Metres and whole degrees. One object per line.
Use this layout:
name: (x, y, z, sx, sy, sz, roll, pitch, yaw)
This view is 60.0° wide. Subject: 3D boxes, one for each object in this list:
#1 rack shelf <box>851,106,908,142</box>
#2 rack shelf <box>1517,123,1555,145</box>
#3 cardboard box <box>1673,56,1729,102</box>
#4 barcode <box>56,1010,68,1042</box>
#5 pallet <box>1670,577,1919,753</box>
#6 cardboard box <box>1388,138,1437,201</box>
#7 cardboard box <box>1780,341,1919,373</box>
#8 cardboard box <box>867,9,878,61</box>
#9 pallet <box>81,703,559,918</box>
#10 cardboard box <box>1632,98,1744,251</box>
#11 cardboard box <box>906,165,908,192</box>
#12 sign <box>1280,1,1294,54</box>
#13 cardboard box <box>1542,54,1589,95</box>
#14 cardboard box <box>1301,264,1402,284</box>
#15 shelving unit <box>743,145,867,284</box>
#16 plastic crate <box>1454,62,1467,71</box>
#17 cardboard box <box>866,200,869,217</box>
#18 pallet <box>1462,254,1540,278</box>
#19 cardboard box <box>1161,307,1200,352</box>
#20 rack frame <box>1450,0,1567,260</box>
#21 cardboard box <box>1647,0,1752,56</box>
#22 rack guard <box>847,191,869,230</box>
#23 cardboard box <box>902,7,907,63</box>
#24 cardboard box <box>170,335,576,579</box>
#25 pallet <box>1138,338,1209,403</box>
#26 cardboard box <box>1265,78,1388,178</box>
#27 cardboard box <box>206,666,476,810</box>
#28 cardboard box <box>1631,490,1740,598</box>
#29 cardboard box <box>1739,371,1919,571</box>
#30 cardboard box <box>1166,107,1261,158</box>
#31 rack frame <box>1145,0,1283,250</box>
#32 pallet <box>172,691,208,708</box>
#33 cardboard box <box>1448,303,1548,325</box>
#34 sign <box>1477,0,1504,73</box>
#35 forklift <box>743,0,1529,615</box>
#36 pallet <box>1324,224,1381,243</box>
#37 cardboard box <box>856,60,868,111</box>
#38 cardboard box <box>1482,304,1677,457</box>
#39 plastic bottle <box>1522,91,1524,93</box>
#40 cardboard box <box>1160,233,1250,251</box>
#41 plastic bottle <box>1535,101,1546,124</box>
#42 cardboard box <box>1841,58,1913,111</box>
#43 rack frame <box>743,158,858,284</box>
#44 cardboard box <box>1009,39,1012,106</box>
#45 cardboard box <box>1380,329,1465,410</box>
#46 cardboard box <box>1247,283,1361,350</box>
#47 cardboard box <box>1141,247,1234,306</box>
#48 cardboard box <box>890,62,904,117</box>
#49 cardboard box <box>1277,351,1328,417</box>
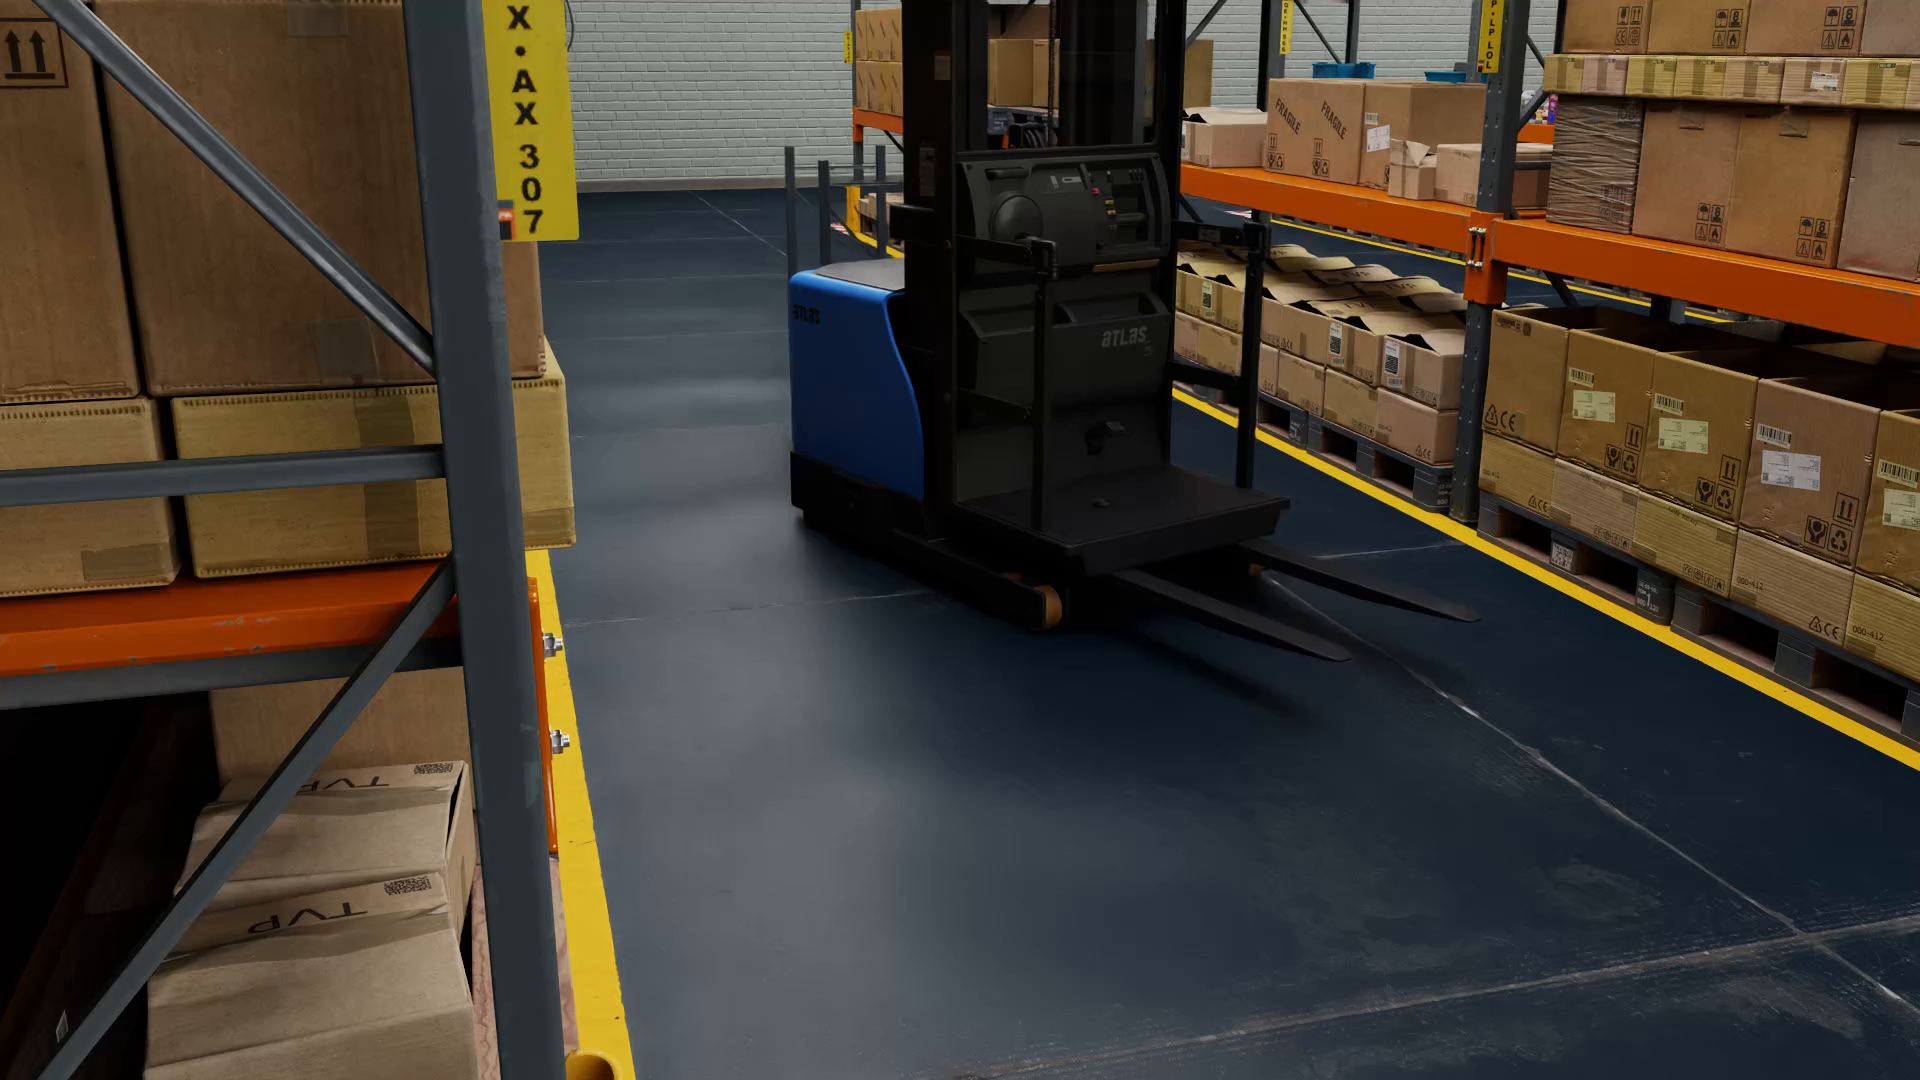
rack shelf: (-0.114, -3.978, 16.231, 1.077, 0.370, 4.000, -5, 17, -15)
rack shelf: (5.749, -3.262, 13.848, 1.077, 0.370, 4.000, -5, 17, -15)
cardboard box: (2.737, -1.612, 5.803, 0.380, 0.149, 0.250, -5, 17, -16)
barcode: (-1.522, 0.844, 2.822, 0.001, 0.075, 0.075, -5, 17, -15)
pallet: (3.151, 0.341, 5.451, 1.003, 0.211, 1.213, -5, 17, -15)
cardboard box: (2.216, -1.721, 7.699, 0.396, 0.266, 0.258, -5, 17, -17)
cardboard box: (3.239, -0.411, 5.854, 0.500, 0.500, 0.500, -5, 17, -15)
cardboard box: (-0.645, -5.115, 16.853, 0.500, 0.500, 0.500, -5, 17, -15)
pallet: (-1.571, 0.693, 4.278, 1.003, 0.211, 1.213, -5, 17, -15)
cardboard box: (2.913, -1.336, 6.013, 0.700, 0.500, 0.500, -5, 17, -16)
cardboard box: (-0.278, -3.758, 17.829, 0.500, 0.500, 0.500, -5, 17, -15)
sign: (2.067, -3.262, 10.585, 0.100, 0.325, 0.005, -5, 17, -15)
cardboard box: (2.521, -1.825, 6.513, 0.380, 0.149, 0.250, -5, 17, -15)
cardboard box: (2.200, -1.407, 9.497, 0.500, 0.311, 0.500, -5, 17, -16)
shelving unit: (-0.717, -1.114, 8.054, 0.538, 1.500, 1.048, 0, 17, -1)
plastic crate: (5.195, -4.486, 16.456, 0.402, 0.464, 0.583, -5, 17, -15)
cardboard box: (-0.811, -3.517, 17.607, 0.380, 0.166, 0.250, -5, 17, -15)
pallet: (5.371, -2.607, 15.265, 1.003, 0.211, 1.213, -5, 17, -15)
cardboard box: (1.535, -1.240, 9.915, 0.500, 0.250, 0.500, -5, 17, -17)
rack frame: (5.199, -4.160, 15.586, 1.000, 3.000, 0.127, -5, 17, -15)
cardboard box: (2.902, -1.963, 5.846, 0.700, 0.500, 0.500, -5, 17, -15)
rack guard: (-0.643, -3.657, 18.259, 1.175, 0.500, 0.348, -5, 17, -15)
cardboard box: (-0.234, -4.696, 15.460, 0.500, 0.500, 0.500, -5, 17, -15)
cardboard box: (-0.858, -0.155, 2.480, 0.500, 0.250, 0.500, -5, 17, -17)
pallet: (1.723, -1.096, 10.235, 1.003, 0.211, 1.213, -5, 17, -15)
cardboard box: (2.011, -2.248, 9.047, 0.500, 0.500, 0.500, -6, 18, -18)
cardboard box: (-1.443, 0.366, 4.099, 0.700, 0.500, 0.500, -6, 18, -19)
cardboard box: (2.735, -0.011, 5.823, 0.500, 0.250, 0.500, -5, 17, -15)
cardboard box: (2.875, -0.232, 5.256, 0.500, 0.500, 0.500, -5, 17, -15)
cardboard box: (1.593, -2.516, 10.268, 0.500, 0.311, 0.500, -4, 17, -12)
rack frame: (1.535, -2.663, 10.602, 1.000, 3.000, 0.127, -5, 17, -15)
pallet: (-1.910, 0.355, 5.403, 1.003, 0.211, 1.213, -5, 17, -15)
cardboard box: (2.627, -0.982, 8.082, 0.500, 0.311, 0.500, -5, 17, -16)
sign: (2.115, -2.027, 6.612, 0.100, 0.325, 0.005, -5, 17, -15)
forklift: (0.617, -1.306, 6.205, 3.031, 2.935, 1.130, 11, 20, 32)
pallet: (4.621, -3.363, 17.779, 1.003, 0.211, 1.213, -5, 17, -15)
cardboard box: (-0.796, -4.780, 17.477, 0.500, 0.500, 0.500, -4, 17, -14)
cardboard box: (2.460, -0.647, 6.637, 0.500, 0.500, 0.500, -5, 17, -15)
plastic bottle: (5.002, -3.869, 14.840, 0.097, 0.271, 0.097, 0, 17, 0)
cardboard box: (1.684, -1.825, 11.393, 0.500, 0.500, 0.500, -4, 17, -13)
plastic bottle: (5.093, -3.744, 14.547, 0.097, 0.201, 0.097, 0, 17, 0)
cardboard box: (2.951, -1.397, 5.087, 0.380, 0.149, 0.250, -5, 17, -16)
rack frame: (-0.709, -0.968, 7.567, 0.500, 1.500, 0.032, 0, 17, -1)
cardboard box: (0.600, -3.684, 13.099, 0.700, 0.500, 0.500, -2, 17, -6)
cardboard box: (2.247, -0.798, 7.471, 0.500, 0.311, 0.500, -5, 17, -15)
cardboard box: (1.828, -1.219, 8.872, 0.500, 0.311, 0.500, -5, 17, -16)
cardboard box: (1.396, -1.647, 10.297, 0.500, 0.311, 0.500, -4, 17, -13)
cardboard box: (-0.378, -4.360, 16.079, 0.500, 0.500, 0.500, -4, 17, -15)
cardboard box: (1.963, -0.814, 8.497, 0.500, 0.250, 0.500, -4, 17, -14)
